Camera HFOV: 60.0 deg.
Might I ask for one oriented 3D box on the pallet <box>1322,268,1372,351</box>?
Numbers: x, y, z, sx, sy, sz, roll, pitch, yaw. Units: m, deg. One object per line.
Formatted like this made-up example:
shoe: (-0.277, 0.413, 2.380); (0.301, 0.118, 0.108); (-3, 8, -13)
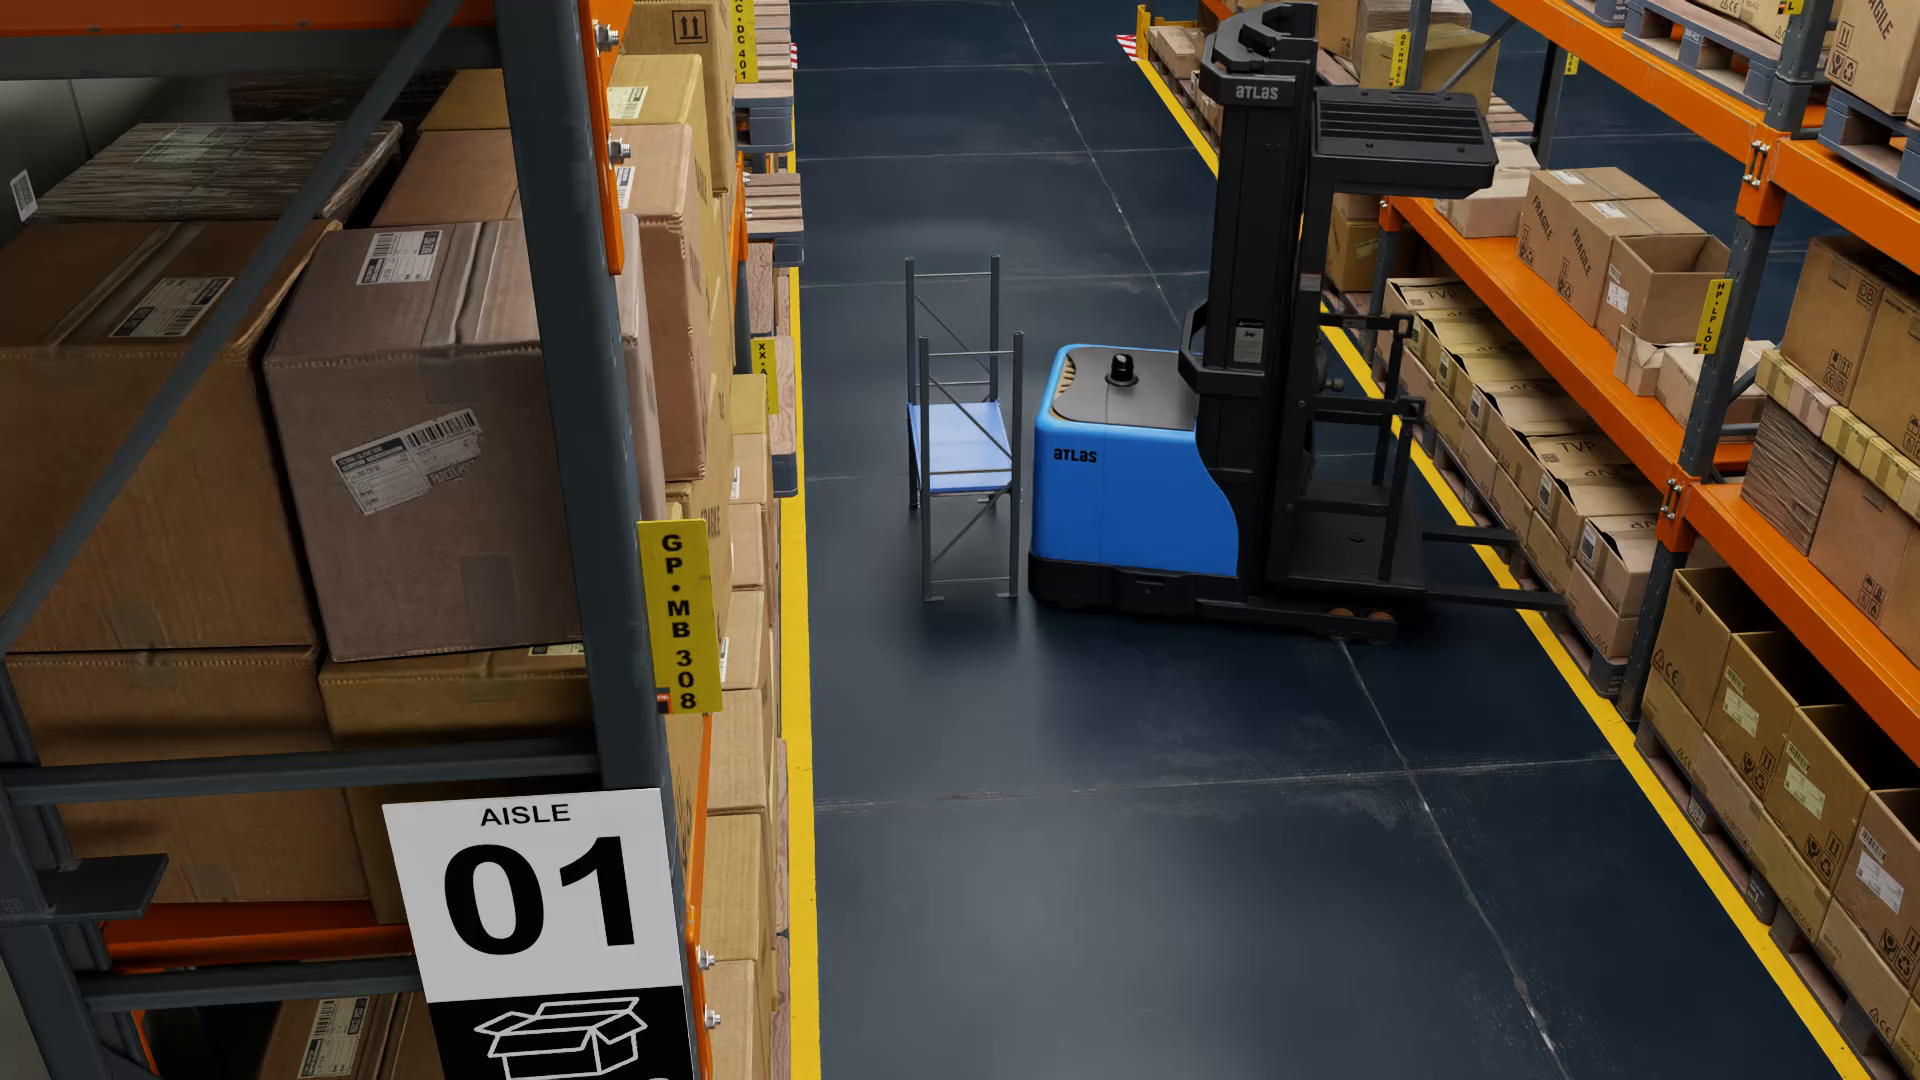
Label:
pallet: (3.214, -1.707, 11.902); (1.003, 0.211, 1.213); (-3, 31, -5)

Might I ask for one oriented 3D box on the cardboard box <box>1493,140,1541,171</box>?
cardboard box: (3.237, -2.295, 10.254); (0.500, 0.311, 0.500); (-1, 31, -1)

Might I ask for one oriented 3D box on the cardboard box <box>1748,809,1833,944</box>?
cardboard box: (3.445, 1.284, 6.448); (0.500, 0.250, 0.500); (-3, 31, -5)

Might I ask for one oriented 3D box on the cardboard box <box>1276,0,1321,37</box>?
cardboard box: (2.821, -4.186, 12.826); (0.700, 0.500, 0.500); (2, 31, 3)

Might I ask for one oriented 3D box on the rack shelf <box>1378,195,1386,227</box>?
rack shelf: (3.059, -3.233, 12.439); (1.077, 0.370, 4.000); (-3, 31, -5)

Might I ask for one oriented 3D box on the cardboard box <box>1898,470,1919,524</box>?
cardboard box: (3.549, -0.132, 5.816); (0.380, 0.149, 0.250); (-4, 31, -6)

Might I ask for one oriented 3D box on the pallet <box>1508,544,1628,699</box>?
pallet: (3.512, 0.344, 8.468); (1.003, 0.211, 1.213); (-3, 31, -5)

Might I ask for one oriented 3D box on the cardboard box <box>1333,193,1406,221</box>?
cardboard box: (2.916, -2.453, 11.710); (0.500, 0.250, 0.500); (-2, 31, -3)

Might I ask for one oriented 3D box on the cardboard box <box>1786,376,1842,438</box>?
cardboard box: (3.476, -0.526, 6.475); (0.380, 0.149, 0.250); (-2, 31, -4)

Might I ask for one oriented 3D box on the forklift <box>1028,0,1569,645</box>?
forklift: (1.921, -1.025, 8.107); (3.031, 2.935, 1.130); (5, 31, 9)

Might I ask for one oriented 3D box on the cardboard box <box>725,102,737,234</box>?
cardboard box: (-1.018, -1.332, 5.512); (0.500, 0.500, 0.500); (-2, 31, -3)

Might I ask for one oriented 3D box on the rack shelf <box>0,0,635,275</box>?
rack shelf: (-1.125, -1.484, 3.663); (1.077, 0.370, 4.000); (-3, 31, -5)

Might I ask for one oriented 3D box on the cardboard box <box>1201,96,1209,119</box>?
cardboard box: (2.442, -3.994, 15.363); (0.380, 0.149, 0.250); (-3, 31, -5)

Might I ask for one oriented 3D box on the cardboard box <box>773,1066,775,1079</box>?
cardboard box: (-0.985, 1.661, 5.552); (0.700, 0.500, 0.500); (-5, 31, -8)

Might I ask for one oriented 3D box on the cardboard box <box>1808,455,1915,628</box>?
cardboard box: (3.723, -0.026, 6.272); (0.700, 0.500, 0.500); (-3, 31, -5)

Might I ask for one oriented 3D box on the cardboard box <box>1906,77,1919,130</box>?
cardboard box: (3.455, -1.423, 5.323); (0.500, 0.311, 0.500); (-4, 31, -7)

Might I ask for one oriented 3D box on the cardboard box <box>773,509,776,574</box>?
cardboard box: (-0.966, 0.044, 6.379); (0.500, 0.250, 0.500); (-3, 31, -4)

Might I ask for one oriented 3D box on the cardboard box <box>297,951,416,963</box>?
cardboard box: (-1.231, 1.049, 3.965); (0.500, 0.500, 0.500); (-2, 31, -4)

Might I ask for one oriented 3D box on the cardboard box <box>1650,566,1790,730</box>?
cardboard box: (3.351, 0.451, 7.110); (0.500, 0.500, 0.500); (-3, 31, -5)

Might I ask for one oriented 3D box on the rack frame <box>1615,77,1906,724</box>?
rack frame: (3.620, -0.479, 7.126); (1.000, 3.000, 0.127); (-3, 31, -5)

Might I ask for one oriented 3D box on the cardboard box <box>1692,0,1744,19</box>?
cardboard box: (3.518, -2.478, 7.285); (0.500, 0.250, 0.500); (-6, 31, -9)

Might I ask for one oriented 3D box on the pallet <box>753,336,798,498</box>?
pallet: (-1.238, -0.554, 7.440); (1.003, 0.211, 1.213); (-3, 31, -5)

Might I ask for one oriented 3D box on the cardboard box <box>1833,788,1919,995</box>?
cardboard box: (3.494, 1.217, 5.828); (0.500, 0.500, 0.500); (-3, 31, -5)

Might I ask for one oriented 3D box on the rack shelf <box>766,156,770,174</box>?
rack shelf: (-1.872, -2.994, 12.039); (1.077, 0.370, 4.000); (-3, 31, -5)

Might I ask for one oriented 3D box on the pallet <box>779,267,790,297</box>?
pallet: (-1.795, -2.112, 12.580); (1.003, 0.211, 1.213); (-3, 31, -5)

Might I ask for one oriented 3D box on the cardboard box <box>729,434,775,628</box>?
cardboard box: (-0.907, -0.025, 5.761); (0.500, 0.500, 0.500); (-3, 31, -5)

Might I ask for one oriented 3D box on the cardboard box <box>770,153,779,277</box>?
cardboard box: (-1.699, -2.368, 11.977); (0.750, 0.750, 0.750); (-3, 31, -5)

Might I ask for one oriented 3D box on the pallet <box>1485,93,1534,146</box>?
pallet: (3.113, -2.781, 11.168); (1.213, 0.211, 1.003); (-3, 31, -5)

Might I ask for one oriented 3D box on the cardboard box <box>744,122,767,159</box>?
cardboard box: (-1.476, -2.721, 10.474); (0.500, 0.500, 0.500); (-2, 31, -3)

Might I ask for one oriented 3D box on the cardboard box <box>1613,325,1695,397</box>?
cardboard box: (3.355, -0.861, 7.898); (0.396, 0.266, 0.258); (-3, 31, -6)

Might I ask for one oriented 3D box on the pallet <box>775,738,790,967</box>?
pallet: (-1.214, 1.299, 6.870); (1.003, 0.211, 1.213); (-3, 31, -5)

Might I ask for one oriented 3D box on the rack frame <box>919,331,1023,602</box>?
rack frame: (0.054, -0.341, 8.358); (0.500, 1.500, 0.032); (-3, 31, -5)

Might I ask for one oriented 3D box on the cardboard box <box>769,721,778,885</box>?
cardboard box: (-0.817, 0.811, 5.094); (0.500, 0.250, 0.500); (-2, 31, -4)

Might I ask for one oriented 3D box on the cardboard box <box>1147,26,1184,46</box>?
cardboard box: (2.196, -5.340, 17.616); (0.380, 0.149, 0.250); (-3, 31, -5)

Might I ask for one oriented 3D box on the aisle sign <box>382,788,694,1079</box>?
aisle sign: (-0.633, 0.709, 2.603); (0.394, 0.787, 0.004); (-3, 31, -5)

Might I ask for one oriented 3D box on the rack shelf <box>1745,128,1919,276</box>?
rack shelf: (3.807, -0.437, 4.832); (1.077, 0.370, 4.000); (-3, 31, -5)

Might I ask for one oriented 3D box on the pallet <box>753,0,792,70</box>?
pallet: (-1.363, -2.296, 7.427); (1.213, 0.211, 1.003); (-3, 31, -5)

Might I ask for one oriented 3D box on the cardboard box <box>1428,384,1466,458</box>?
cardboard box: (3.105, -0.718, 9.798); (0.500, 0.250, 0.500); (-4, 31, -6)

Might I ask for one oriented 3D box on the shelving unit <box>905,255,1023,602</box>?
shelving unit: (0.007, -0.600, 8.793); (0.538, 1.500, 1.048); (-3, 31, -5)

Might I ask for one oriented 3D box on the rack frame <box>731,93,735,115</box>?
rack frame: (-1.312, -2.815, 5.188); (1.000, 3.000, 0.127); (-3, 31, -5)

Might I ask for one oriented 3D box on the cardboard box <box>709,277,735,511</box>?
cardboard box: (-0.788, -0.260, 3.718); (0.500, 0.500, 0.500); (-1, 31, -2)

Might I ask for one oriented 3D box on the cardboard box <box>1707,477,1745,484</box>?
cardboard box: (3.788, -0.198, 8.382); (0.500, 0.311, 0.500); (-3, 31, -5)

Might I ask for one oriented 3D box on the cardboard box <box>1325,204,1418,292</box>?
cardboard box: (2.925, -2.103, 11.854); (0.500, 0.500, 0.500); (-2, 31, -3)

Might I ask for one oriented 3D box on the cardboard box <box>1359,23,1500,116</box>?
cardboard box: (3.075, -3.060, 10.941); (0.700, 0.500, 0.500); (-13, 33, -21)

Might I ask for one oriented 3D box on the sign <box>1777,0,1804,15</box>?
sign: (3.080, -2.093, 6.092); (0.100, 0.325, 0.005); (-3, 31, -5)

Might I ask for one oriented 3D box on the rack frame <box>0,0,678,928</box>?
rack frame: (-0.938, -0.773, 1.768); (1.000, 3.000, 0.127); (-3, 31, -5)

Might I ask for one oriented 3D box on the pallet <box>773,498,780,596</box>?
pallet: (-1.503, -0.064, 9.152); (1.003, 0.211, 1.213); (-3, 31, -5)

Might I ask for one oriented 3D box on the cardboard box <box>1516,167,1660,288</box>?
cardboard box: (3.419, -1.708, 9.087); (0.500, 0.500, 0.500); (-4, 31, -7)

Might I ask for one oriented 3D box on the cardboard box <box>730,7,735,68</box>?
cardboard box: (-0.995, -1.765, 5.263); (0.500, 0.500, 0.500); (-5, 31, -9)

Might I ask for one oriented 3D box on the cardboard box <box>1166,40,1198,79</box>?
cardboard box: (2.360, -4.812, 16.634); (0.500, 0.250, 0.500); (-3, 31, -5)

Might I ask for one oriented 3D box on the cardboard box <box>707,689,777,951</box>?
cardboard box: (-0.762, 0.761, 4.445); (0.500, 0.500, 0.500); (-4, 31, -6)

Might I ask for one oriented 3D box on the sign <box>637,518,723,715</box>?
sign: (-0.398, 0.114, 2.357); (0.100, 0.325, 0.005); (-3, 31, -5)

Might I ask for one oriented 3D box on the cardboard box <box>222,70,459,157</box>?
cardboard box: (-1.364, -0.961, 3.917); (0.500, 0.500, 0.500); (-3, 31, -5)

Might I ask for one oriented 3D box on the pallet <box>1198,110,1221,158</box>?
pallet: (2.809, -3.717, 15.267); (1.003, 0.211, 1.213); (-3, 31, -5)

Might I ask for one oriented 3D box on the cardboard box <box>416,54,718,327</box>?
cardboard box: (-0.788, -0.694, 3.469); (0.500, 0.500, 0.500); (-2, 31, -3)

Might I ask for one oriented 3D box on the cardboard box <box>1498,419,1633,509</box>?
cardboard box: (3.197, -0.433, 8.774); (0.500, 0.311, 0.500); (-3, 31, -5)

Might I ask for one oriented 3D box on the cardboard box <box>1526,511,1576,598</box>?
cardboard box: (3.247, 0.065, 8.488); (0.500, 0.250, 0.500); (-3, 31, -5)

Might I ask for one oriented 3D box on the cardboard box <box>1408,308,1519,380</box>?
cardboard box: (3.060, -1.212, 10.080); (0.500, 0.311, 0.500); (-3, 31, -6)
